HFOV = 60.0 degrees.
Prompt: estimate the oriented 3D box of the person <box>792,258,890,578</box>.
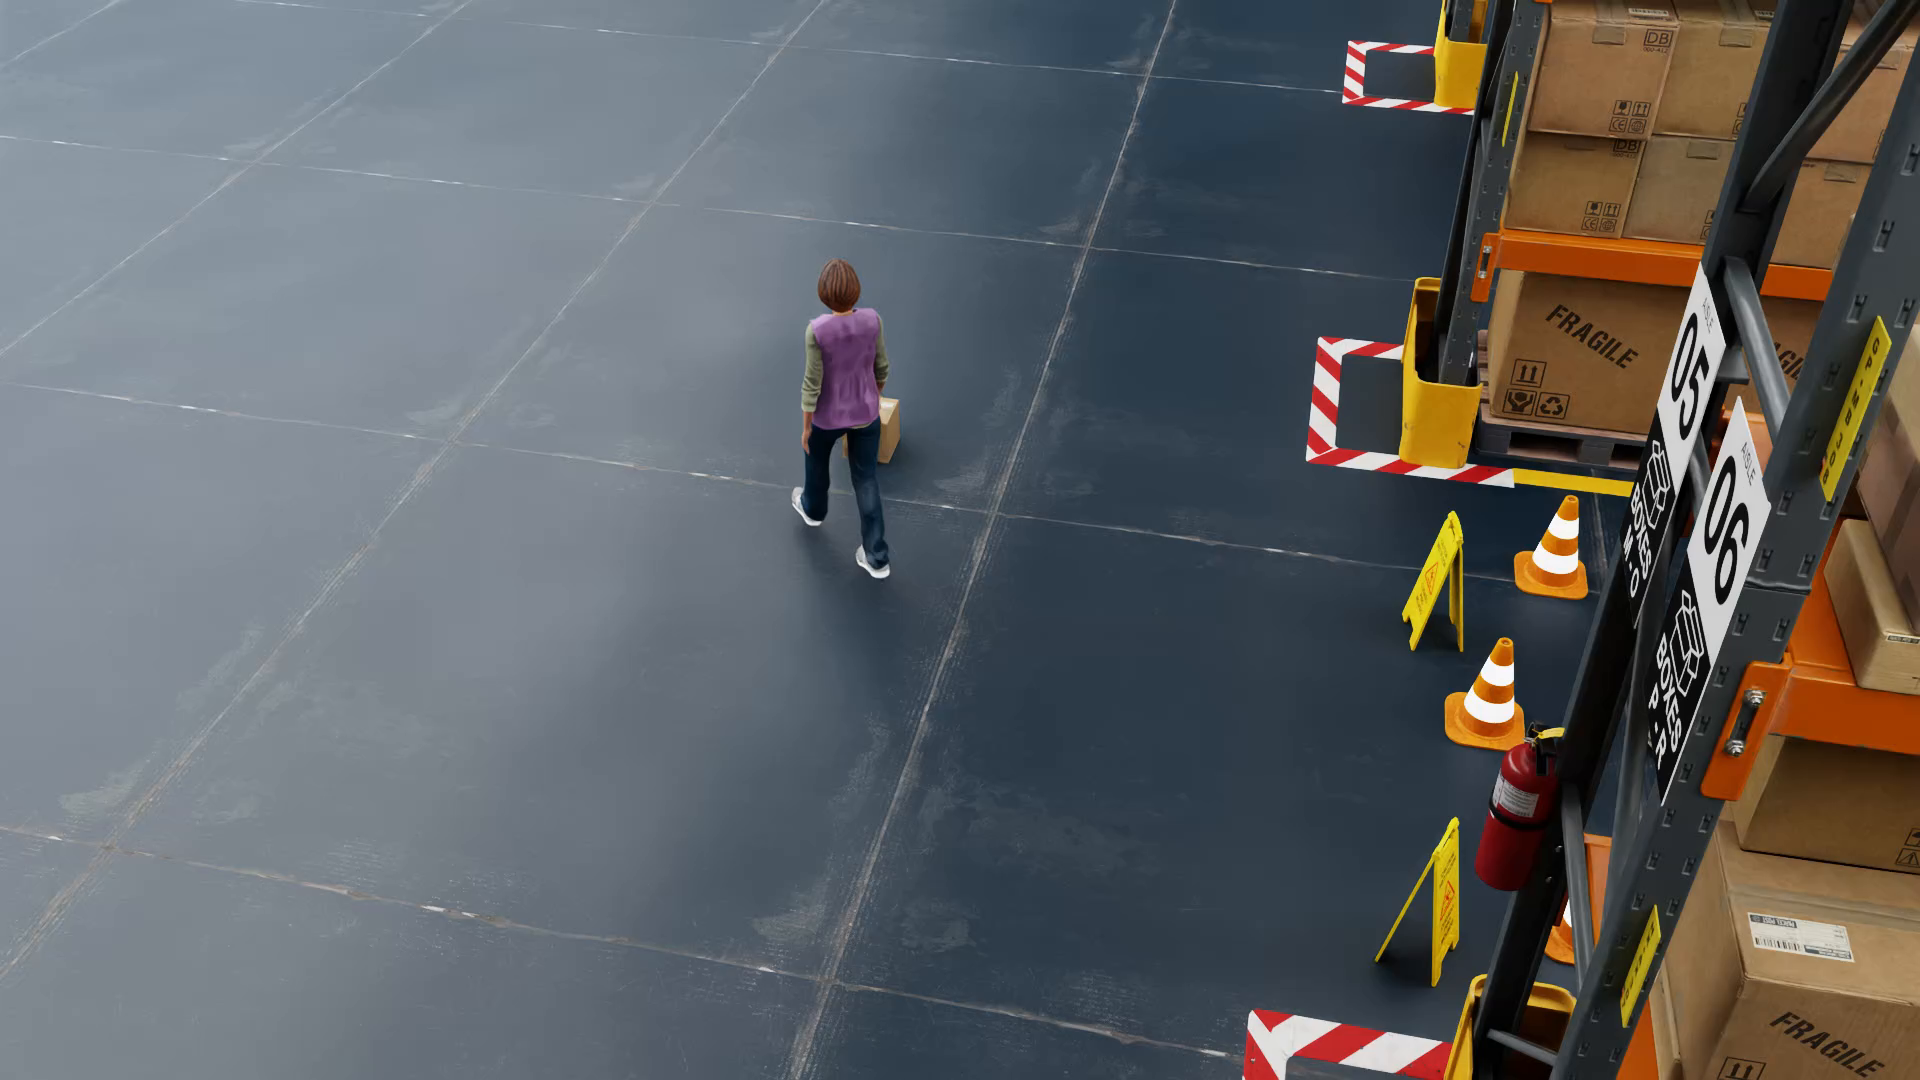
[{"bbox_3d":[-0.551,-0.619,7.782,0.450,1.551,0.847,-11,38,-14],"label":"person"}]
